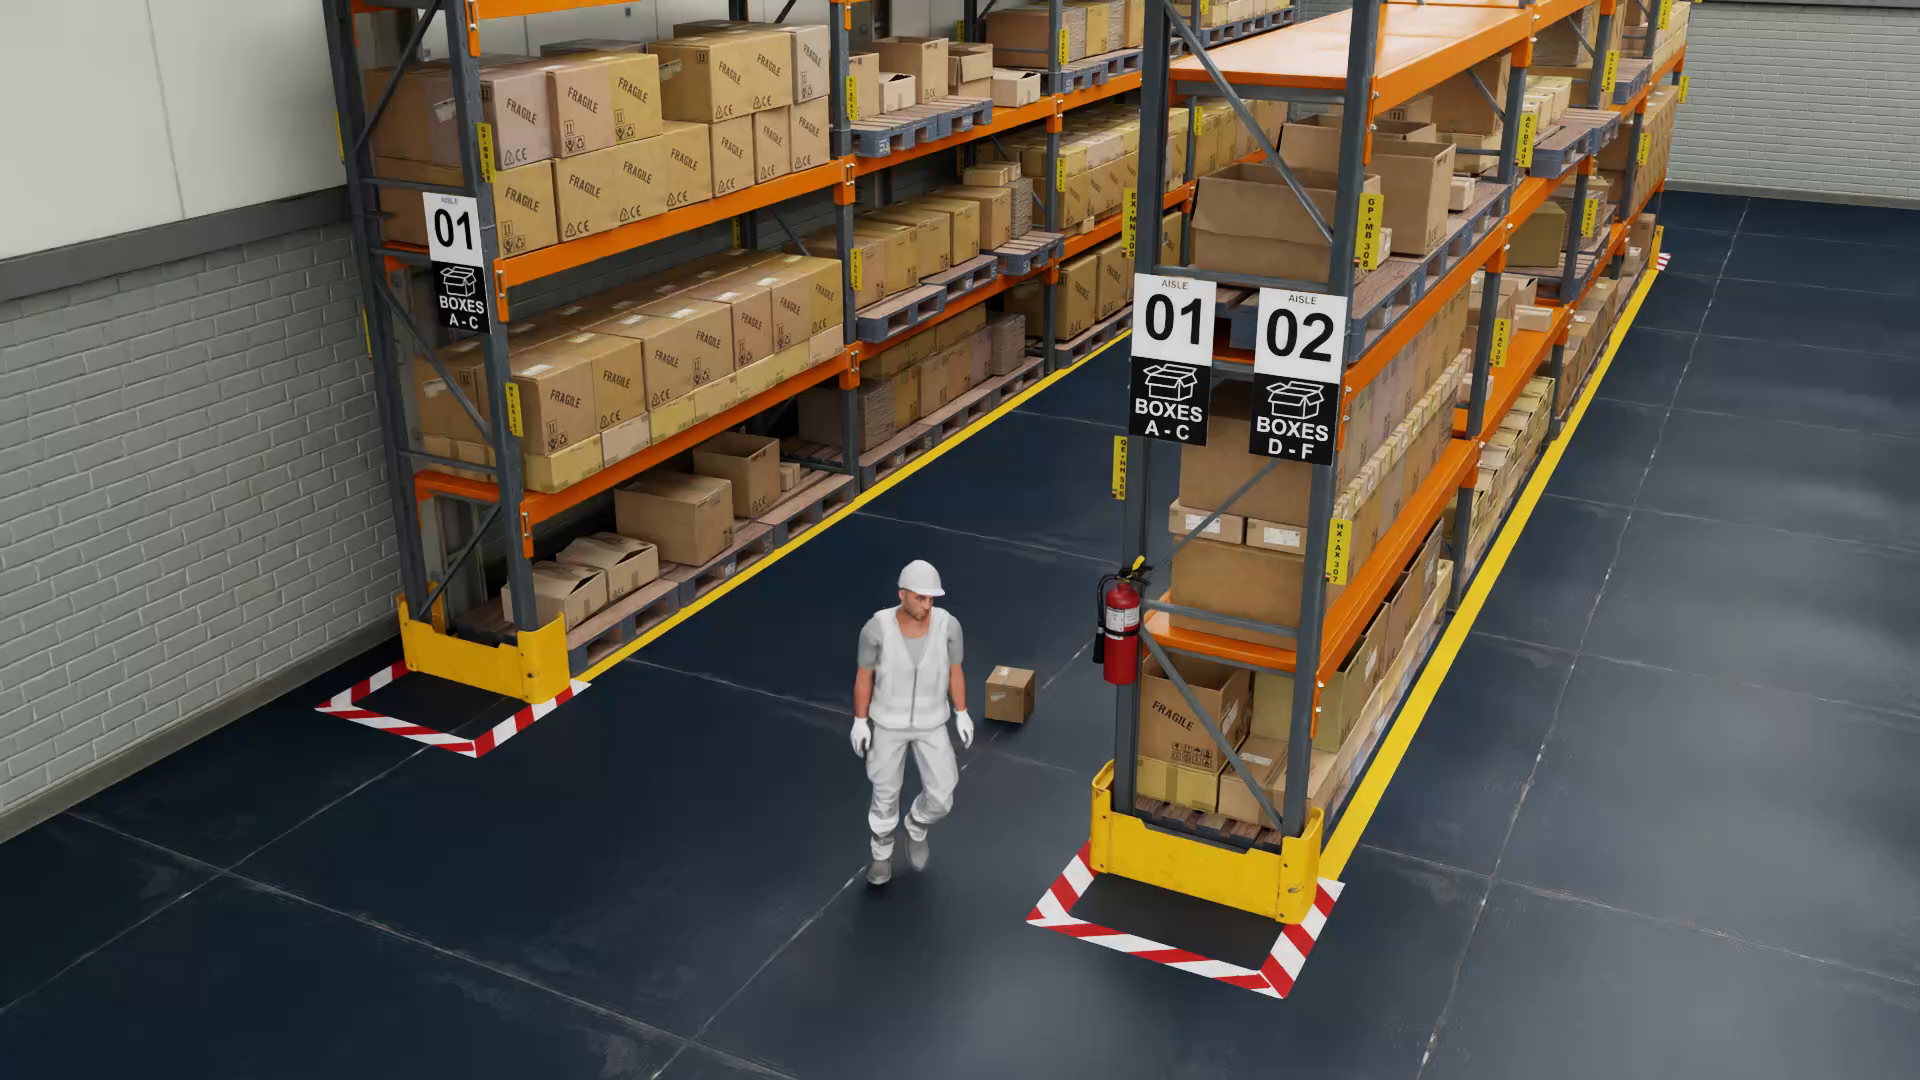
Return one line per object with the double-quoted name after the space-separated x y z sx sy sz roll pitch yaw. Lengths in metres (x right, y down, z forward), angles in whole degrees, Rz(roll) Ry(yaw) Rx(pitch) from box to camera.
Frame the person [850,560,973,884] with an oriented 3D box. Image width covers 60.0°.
-0.238 0.942 8.400 0.636 1.778 0.453 -2 23 -6 "person"
